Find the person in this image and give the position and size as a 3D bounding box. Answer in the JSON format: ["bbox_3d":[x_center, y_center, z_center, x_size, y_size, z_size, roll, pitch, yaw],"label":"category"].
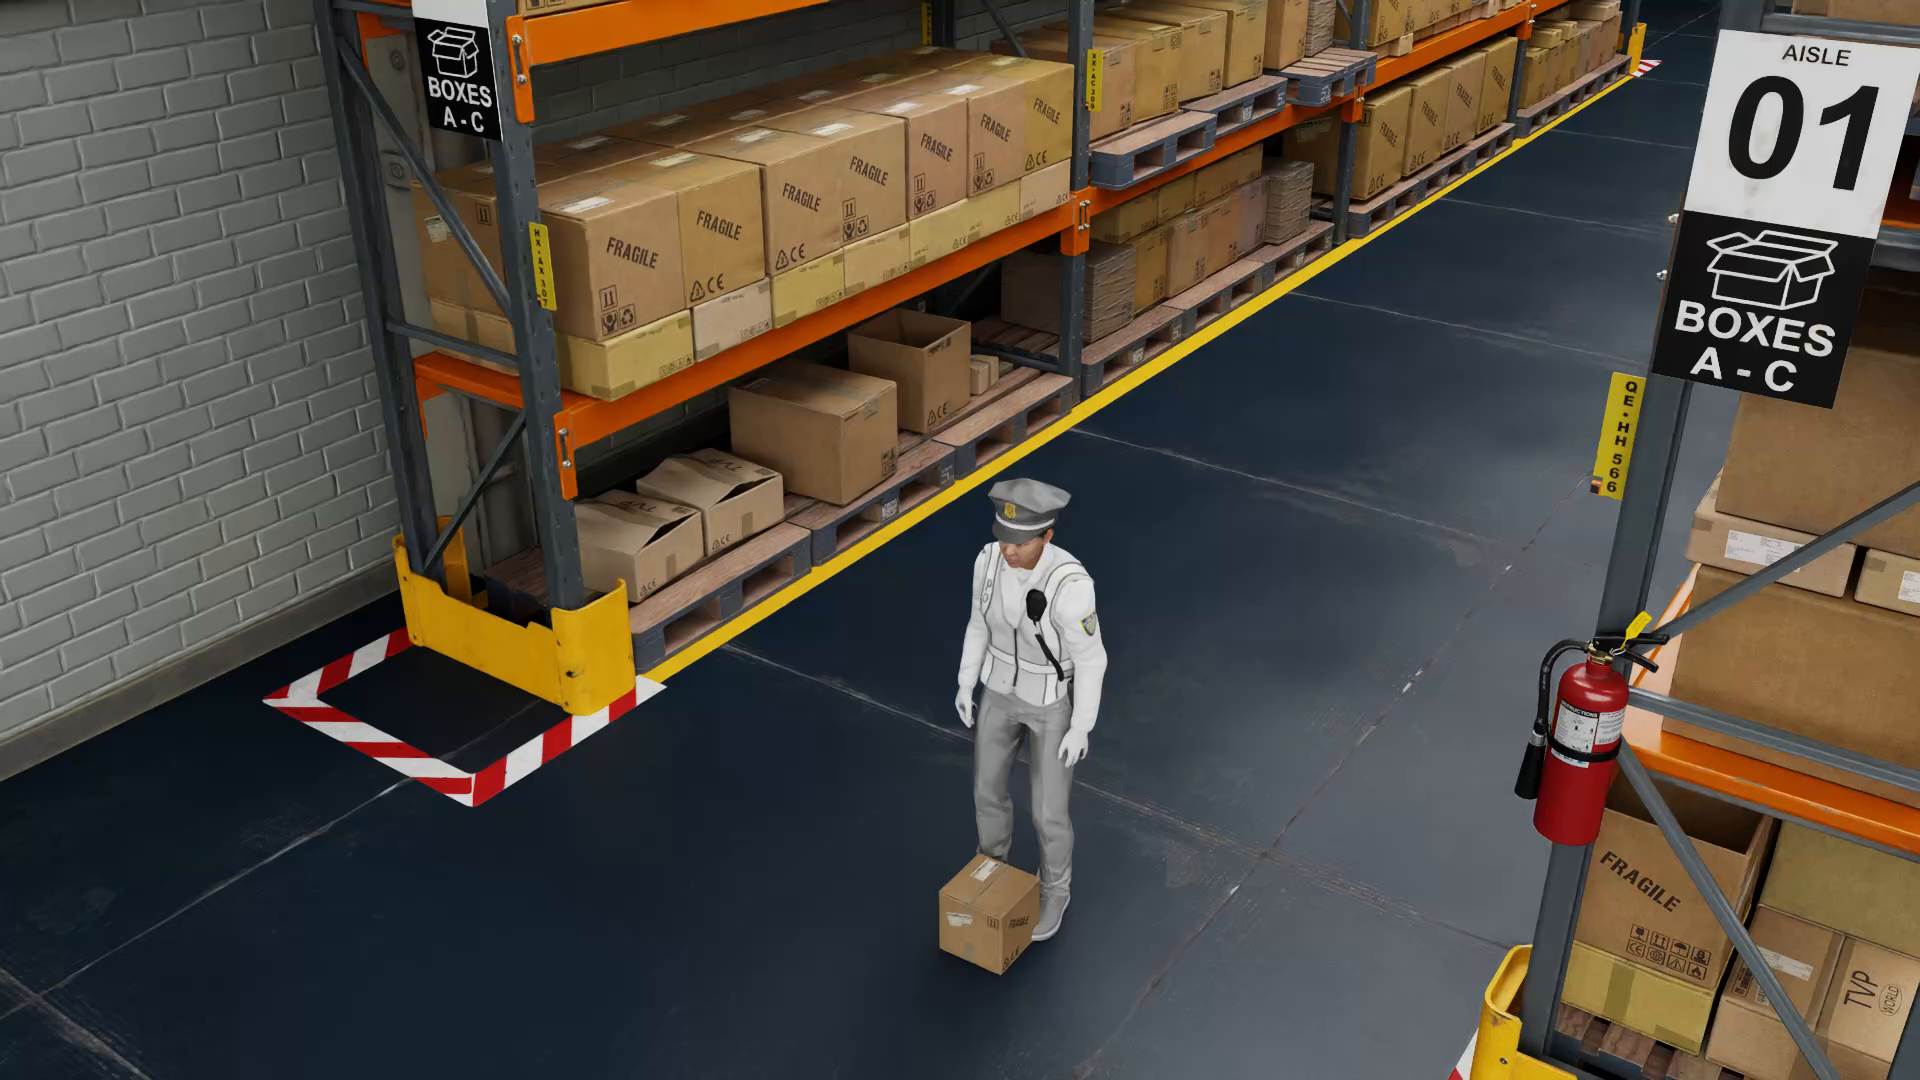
[{"bbox_3d":[0.226,0.552,5.534,0.530,1.664,0.371,18,32,31],"label":"person"}]
